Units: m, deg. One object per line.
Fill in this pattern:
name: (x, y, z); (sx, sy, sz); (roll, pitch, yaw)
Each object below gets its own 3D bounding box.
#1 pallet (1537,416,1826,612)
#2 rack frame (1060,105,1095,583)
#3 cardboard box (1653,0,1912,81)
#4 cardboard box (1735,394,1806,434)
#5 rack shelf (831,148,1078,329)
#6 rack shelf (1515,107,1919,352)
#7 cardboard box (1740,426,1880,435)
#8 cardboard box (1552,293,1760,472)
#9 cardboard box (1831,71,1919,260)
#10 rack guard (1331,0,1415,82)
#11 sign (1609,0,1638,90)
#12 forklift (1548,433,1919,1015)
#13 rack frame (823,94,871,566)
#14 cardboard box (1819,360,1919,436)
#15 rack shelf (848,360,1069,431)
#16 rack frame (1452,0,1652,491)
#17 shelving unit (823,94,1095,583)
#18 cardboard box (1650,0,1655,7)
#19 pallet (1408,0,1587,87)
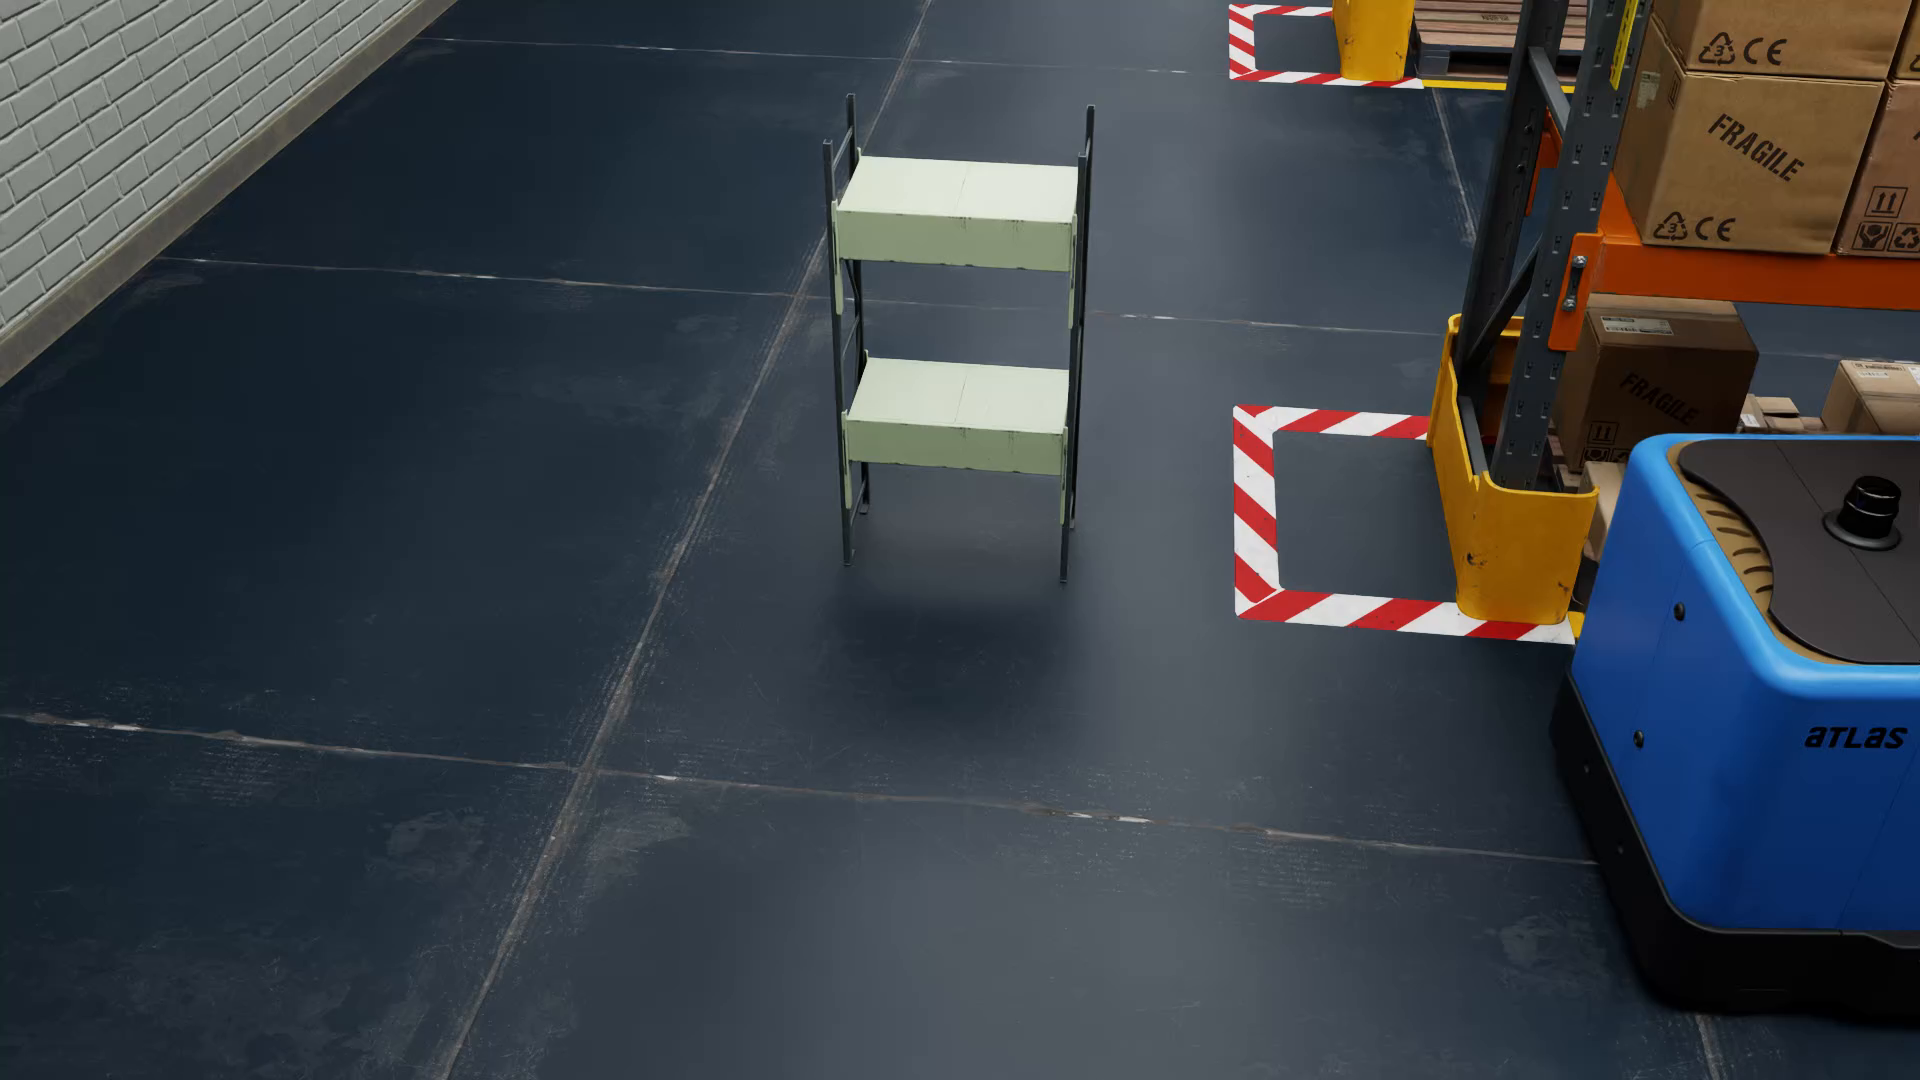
pallet: (2.658, -0.097, 5.705); (1.213, 0.211, 1.003); (4, 36, 6)
rack frame: (0.370, -0.583, 5.276); (0.023, 1.500, 0.400); (4, 36, 6)
cardboard box: (2.198, -1.559, 4.406); (0.500, 0.500, 0.500); (5, 36, 7)
cardboard box: (2.752, -0.342, 5.708); (0.250, 0.166, 0.380); (4, 36, 6)
rack shelf: (0.007, -0.928, 5.087); (0.720, 0.370, 0.431); (4, 36, 6)
rack shelf: (3.775, -0.856, 4.986); (4.000, 0.370, 1.077); (4, 36, 6)
cardboard box: (2.790, -0.116, 5.318); (0.500, 0.250, 0.500); (4, 36, 6)
cardboard box: (2.362, -0.560, 5.725); (0.500, 0.500, 0.500); (4, 36, 6)
cardboard box: (2.710, -1.117, 4.647); (0.500, 0.500, 0.500); (4, 36, 5)
rack guard: (2.400, -3.127, 9.701); (0.348, 0.500, 1.175); (4, 36, 6)
sign: (1.722, -1.336, 4.295); (0.005, 0.325, 0.100); (4, 36, 6)
forklift: (3.218, -0.306, 3.655); (3.031, 2.935, 1.130); (1, 36, 1)
rack frame: (-0.356, -0.637, 5.352); (0.023, 1.500, 0.400); (4, 36, 6)
cardboard box: (3.300, -0.370, 5.675); (0.500, 0.250, 0.500); (4, 36, 6)
rack shelf: (0.007, -0.424, 5.446); (0.686, 0.124, 0.368); (4, 36, 6)
rack frame: (1.791, -1.296, 4.984); (0.127, 3.000, 1.000); (4, 36, 6)
shelving unit: (0.007, -0.610, 5.314); (0.755, 1.500, 0.431); (4, 36, 6)
cardboard box: (2.268, -1.870, 4.841); (0.500, 0.500, 0.500); (4, 36, 6)
pallet: (3.239, -2.932, 9.676); (1.213, 0.211, 1.003); (4, 36, 6)
